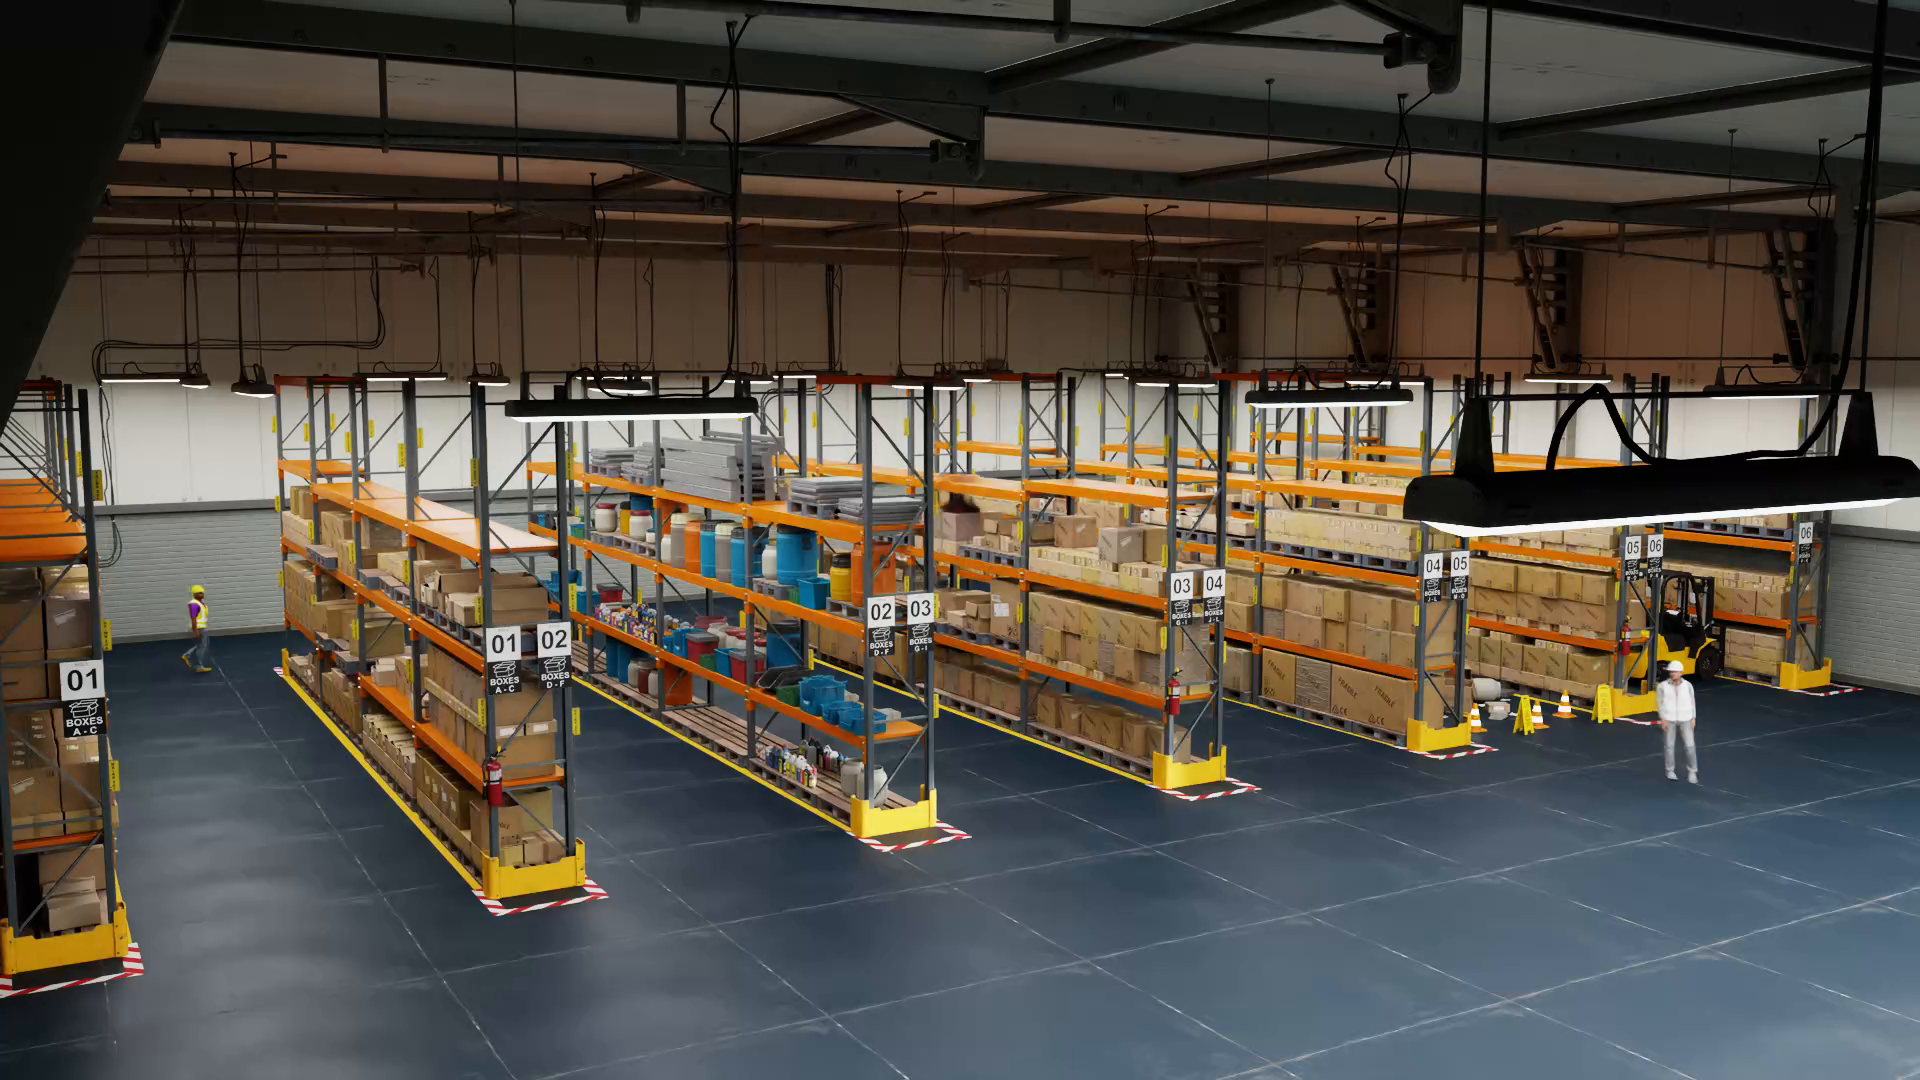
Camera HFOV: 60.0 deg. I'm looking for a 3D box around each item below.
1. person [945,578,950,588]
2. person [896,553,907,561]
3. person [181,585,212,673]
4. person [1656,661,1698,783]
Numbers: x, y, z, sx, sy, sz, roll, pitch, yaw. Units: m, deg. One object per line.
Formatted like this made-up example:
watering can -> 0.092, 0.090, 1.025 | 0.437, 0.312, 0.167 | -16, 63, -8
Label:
person -> -0.212, 1.624, 35.398 | 0.515, 1.657, 0.707 | -4, 7, -31
person -> -1.434, 0.974, 41.429 | 0.463, 1.638, 0.707 | 3, 7, 22
person -> -15.374, 1.786, 33.420 | 0.532, 1.755, 0.656 | -4, 7, -30
person -> 10.801, 2.712, 25.017 | 0.621, 1.781, 0.445 | 2, 6, 15
